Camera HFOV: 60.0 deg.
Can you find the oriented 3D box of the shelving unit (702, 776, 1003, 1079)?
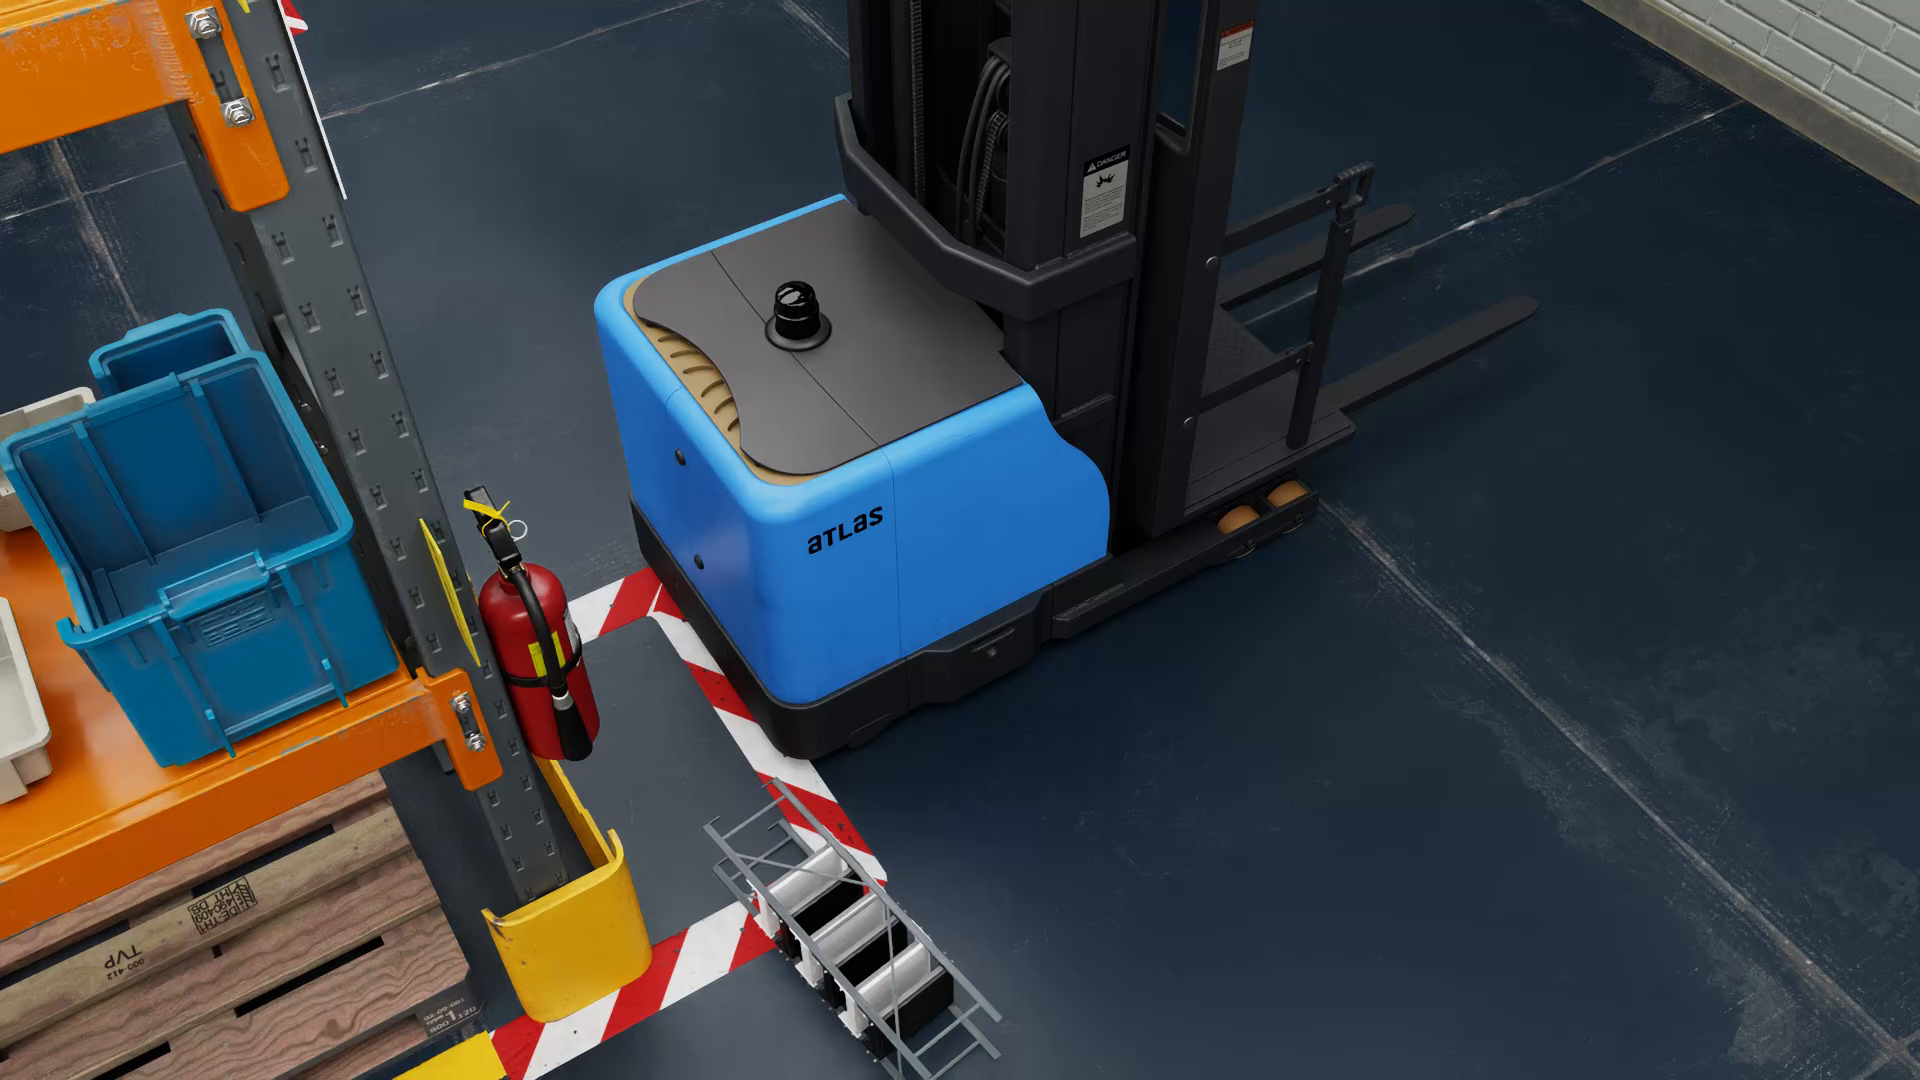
[{"bbox_3d":[-0.283,1.009,4.208,0.258,0.210,0.900,-33,56,-26],"label":"shelving unit"}]

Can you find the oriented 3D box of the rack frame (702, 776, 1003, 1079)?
[{"bbox_3d":[-0.283,0.941,4.132,0.240,0.006,0.900,-33,56,-26],"label":"rack frame"}]

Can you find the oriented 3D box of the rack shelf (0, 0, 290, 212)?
[{"bbox_3d":[-2.930,-0.148,1.846,4.000,0.370,1.077,-25,53,-21],"label":"rack shelf"}]

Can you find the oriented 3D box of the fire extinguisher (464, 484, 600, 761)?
[{"bbox_3d":[-0.869,0.190,3.374,0.183,0.674,0.296,-25,53,-21],"label":"fire extinguisher"}]

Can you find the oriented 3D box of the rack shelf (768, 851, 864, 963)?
[{"bbox_3d":[-0.363,0.939,4.270,0.258,0.200,0.077,-33,56,-26],"label":"rack shelf"}]

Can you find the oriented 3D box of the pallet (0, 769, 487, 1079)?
[{"bbox_3d":[-1.957,1.045,4.178,1.213,0.211,1.003,-25,53,-21],"label":"pallet"}]

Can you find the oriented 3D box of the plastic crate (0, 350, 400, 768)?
[{"bbox_3d":[-1.422,0.033,3.148,0.499,0.435,0.616,-25,53,-21],"label":"plastic crate"}]

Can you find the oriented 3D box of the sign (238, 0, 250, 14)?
[{"bbox_3d":[-0.932,-0.808,2.023,0.005,0.325,0.100,-25,53,-21],"label":"sign"}]

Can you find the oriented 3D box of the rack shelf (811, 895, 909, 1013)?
[{"bbox_3d":[-0.246,1.041,4.179,0.258,0.200,0.077,-33,56,-26],"label":"rack shelf"}]

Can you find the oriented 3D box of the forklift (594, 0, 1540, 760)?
[{"bbox_3d":[0.526,-1.227,4.380,3.031,2.935,1.130,-26,53,-21],"label":"forklift"}]

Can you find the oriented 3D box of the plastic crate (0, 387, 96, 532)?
[{"bbox_3d":[-1.939,-0.153,3.514,0.298,0.136,0.250,-25,53,-21],"label":"plastic crate"}]

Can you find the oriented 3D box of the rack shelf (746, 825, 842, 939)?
[{"bbox_3d":[-0.422,0.888,4.315,0.258,0.200,0.077,-33,56,-26],"label":"rack shelf"}]

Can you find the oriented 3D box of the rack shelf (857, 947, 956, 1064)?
[{"bbox_3d":[-0.128,1.143,4.088,0.258,0.200,0.077,-33,56,-26],"label":"rack shelf"}]

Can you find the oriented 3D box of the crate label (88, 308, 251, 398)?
[{"bbox_3d":[-1.623,-0.260,3.545,0.303,0.233,0.416,-25,53,-21],"label":"crate label"}]

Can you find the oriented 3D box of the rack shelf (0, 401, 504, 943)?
[{"bbox_3d":[-2.930,0.850,2.967,4.000,0.370,1.077,-25,53,-21],"label":"rack shelf"}]

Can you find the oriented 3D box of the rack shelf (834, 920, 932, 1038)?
[{"bbox_3d":[-0.187,1.092,4.134,0.258,0.200,0.077,-33,56,-26],"label":"rack shelf"}]

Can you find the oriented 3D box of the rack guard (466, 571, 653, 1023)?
[{"bbox_3d":[-1.225,0.627,4.357,0.348,0.500,1.175,-25,53,-21],"label":"rack guard"}]

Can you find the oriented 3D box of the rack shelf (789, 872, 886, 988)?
[{"bbox_3d":[-0.304,0.990,4.224,0.258,0.200,0.077,-33,56,-26],"label":"rack shelf"}]

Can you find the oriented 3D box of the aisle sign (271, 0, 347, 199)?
[{"bbox_3d":[-1.022,-0.895,2.298,0.004,0.787,0.394,-25,53,-21],"label":"aisle sign"}]

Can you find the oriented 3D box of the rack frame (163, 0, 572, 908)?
[{"bbox_3d":[-1.239,-0.187,3.408,0.127,3.000,1.000,-25,53,-21],"label":"rack frame"}]

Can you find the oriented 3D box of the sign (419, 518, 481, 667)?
[{"bbox_3d":[-0.932,0.100,3.043,0.005,0.325,0.100,-25,53,-21],"label":"sign"}]

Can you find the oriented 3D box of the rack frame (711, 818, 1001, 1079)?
[{"bbox_3d":[-0.283,1.076,4.283,0.240,0.006,0.900,-33,56,-26],"label":"rack frame"}]

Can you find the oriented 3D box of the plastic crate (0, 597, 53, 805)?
[{"bbox_3d":[-1.832,0.320,3.092,0.243,0.136,0.396,-25,53,-21],"label":"plastic crate"}]
